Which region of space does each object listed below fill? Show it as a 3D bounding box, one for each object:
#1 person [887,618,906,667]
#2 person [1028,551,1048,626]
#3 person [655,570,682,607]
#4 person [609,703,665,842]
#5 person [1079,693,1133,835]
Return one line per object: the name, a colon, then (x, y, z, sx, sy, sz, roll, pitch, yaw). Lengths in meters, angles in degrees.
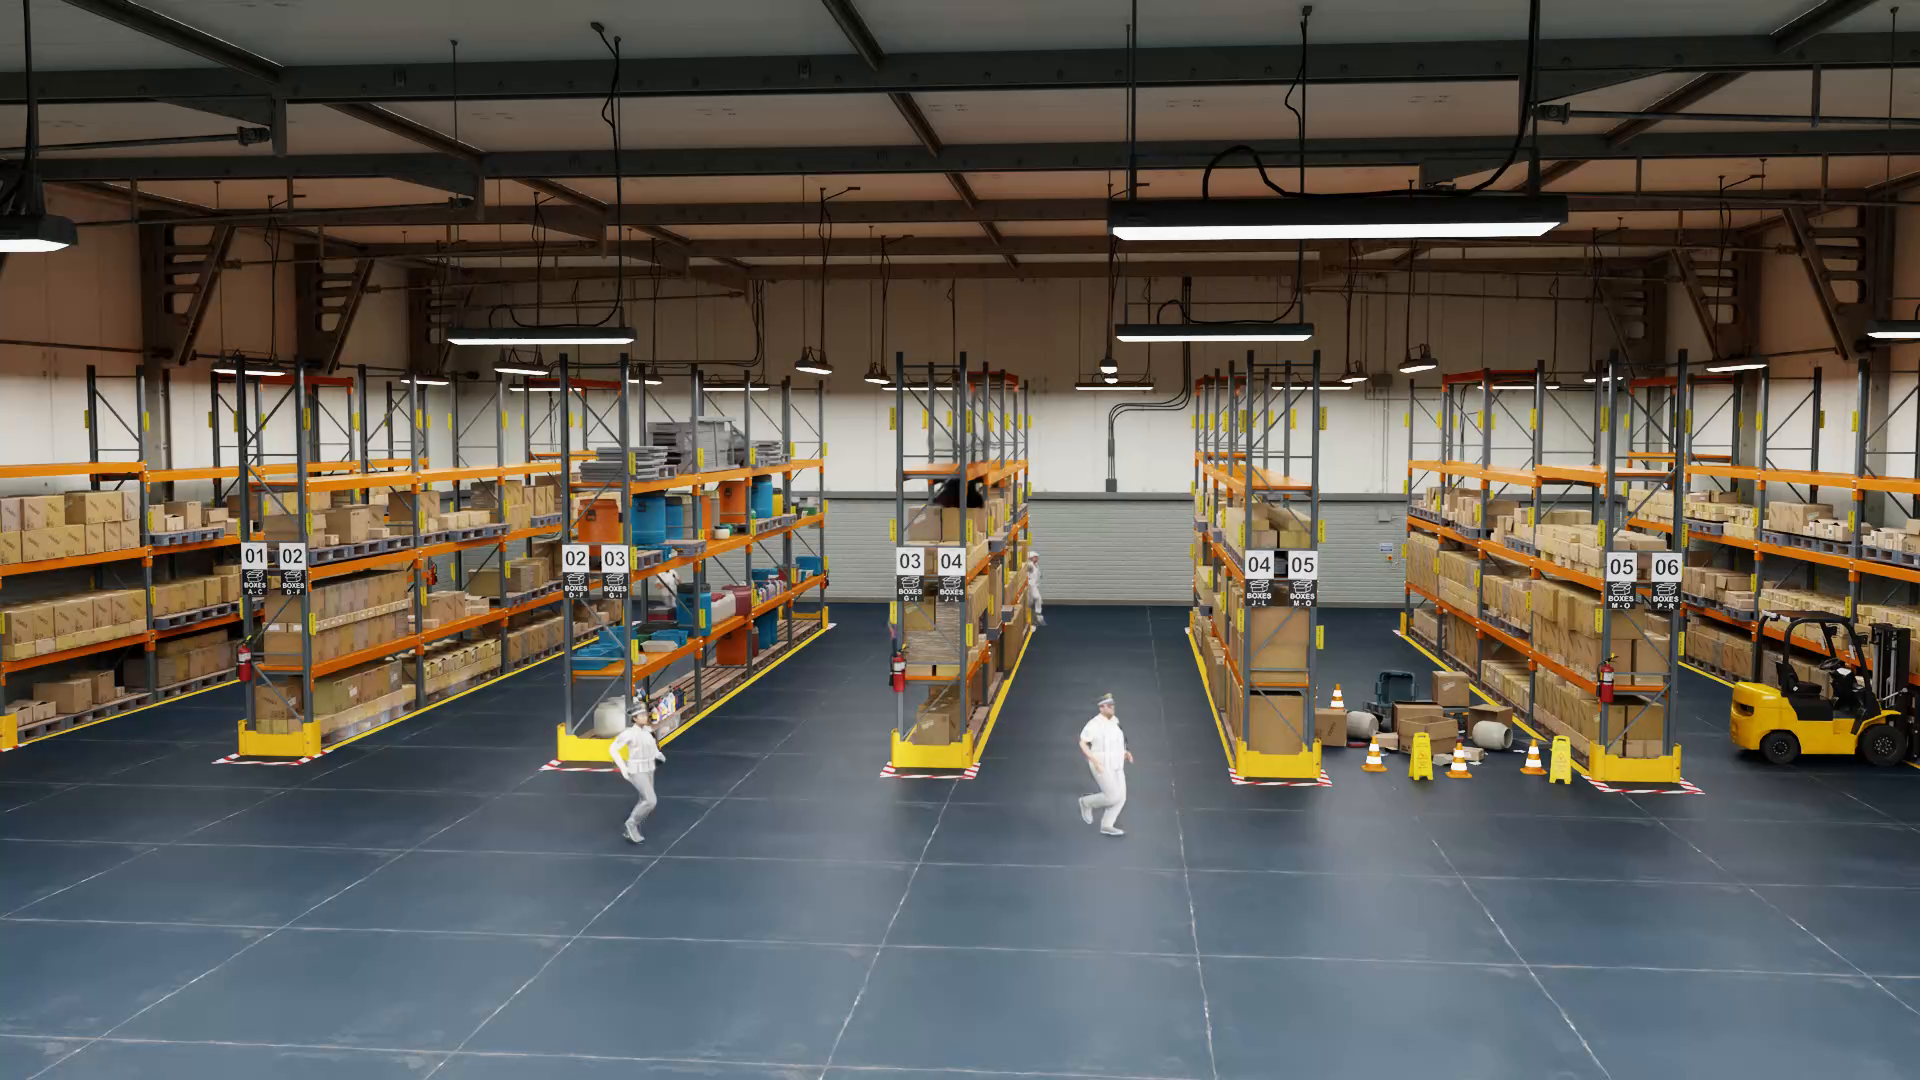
person: (-1.158, 1.919, 32.379, 0.531, 1.556, 0.540, 0, 4, 0)
person: (1.766, 1.187, 40.854, 0.891, 1.822, 0.737, 1, 4, 20)
person: (-7.013, 1.329, 40.016, 0.621, 1.634, 0.966, -1, 4, -8)
person: (-3.752, 2.757, 19.694, 0.616, 1.660, 0.593, 2, 5, 28)
person: (1.779, 2.707, 20.170, 0.591, 1.725, 0.678, 4, 6, 43)
